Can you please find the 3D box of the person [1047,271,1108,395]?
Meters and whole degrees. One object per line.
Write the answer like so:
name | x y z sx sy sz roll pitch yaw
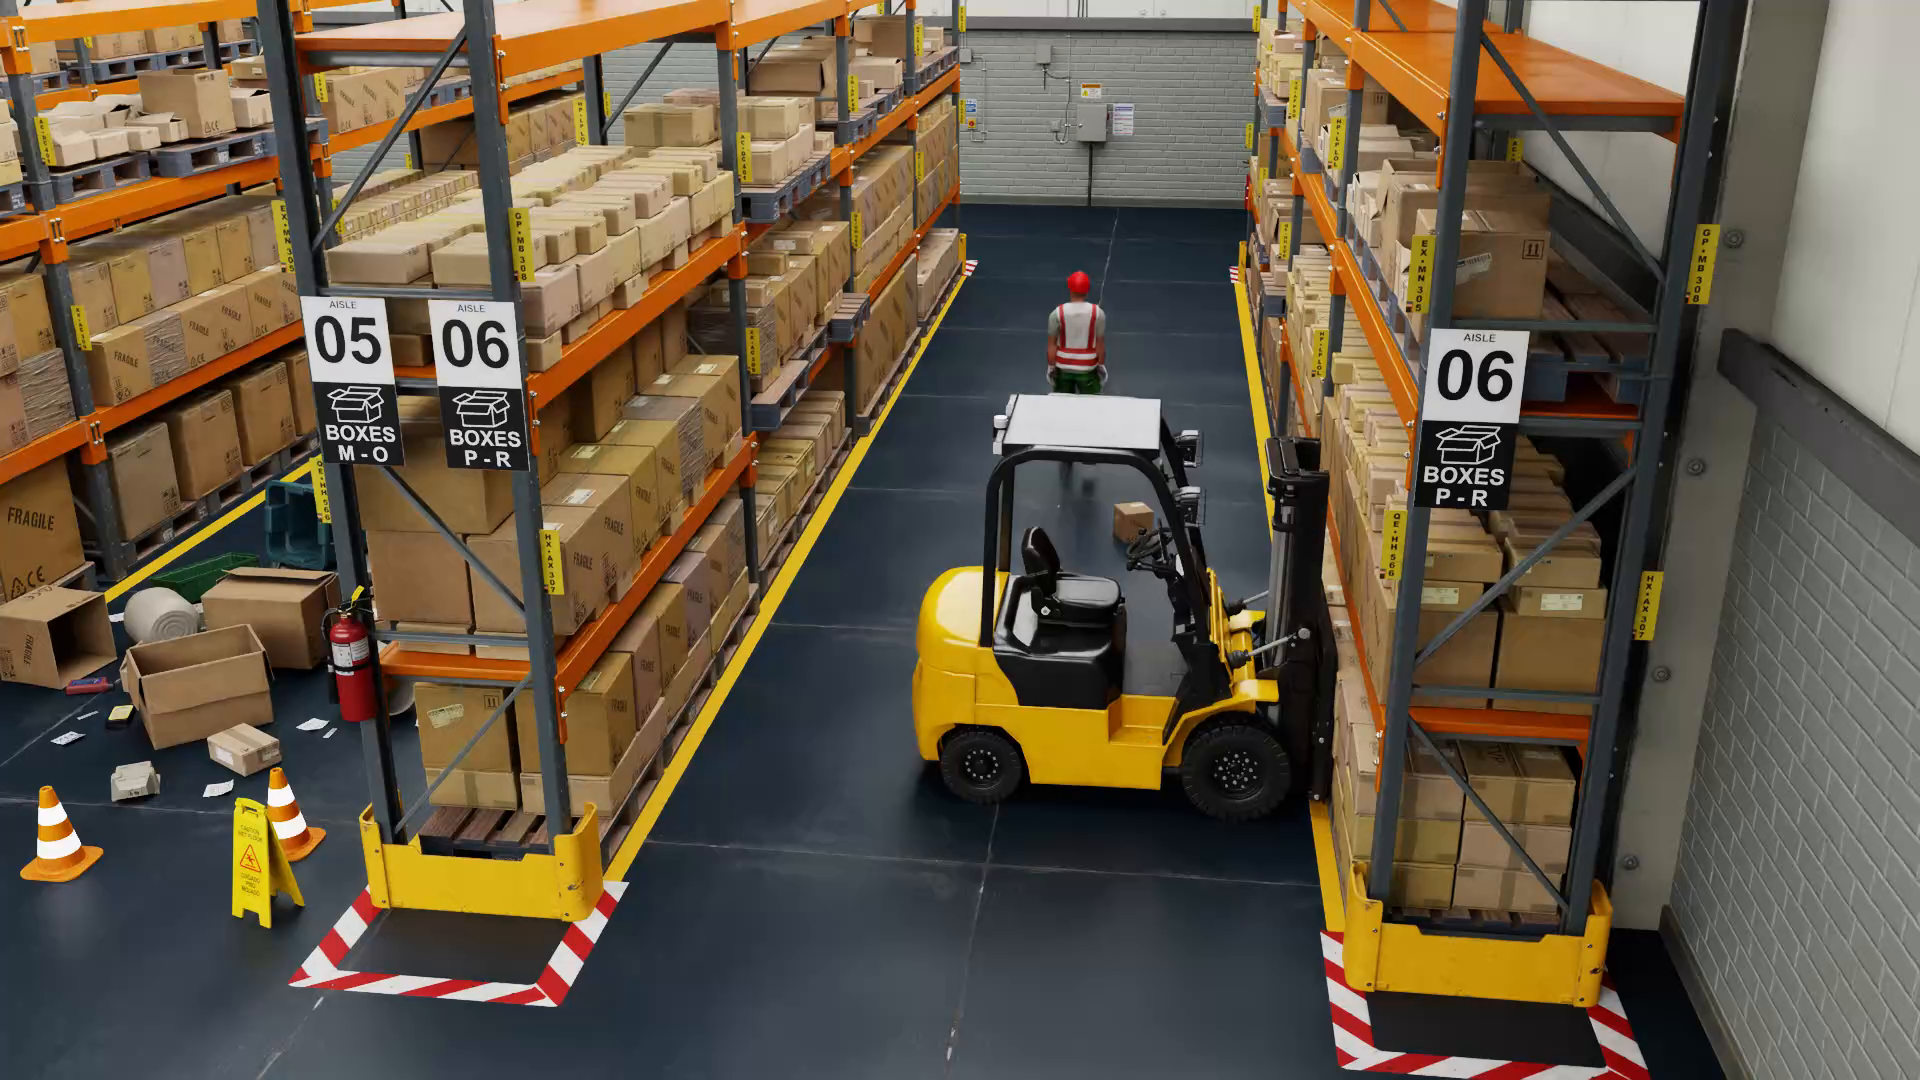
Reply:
person | 1.061 -1.556 15.049 0.556 1.775 0.575 1 21 3
